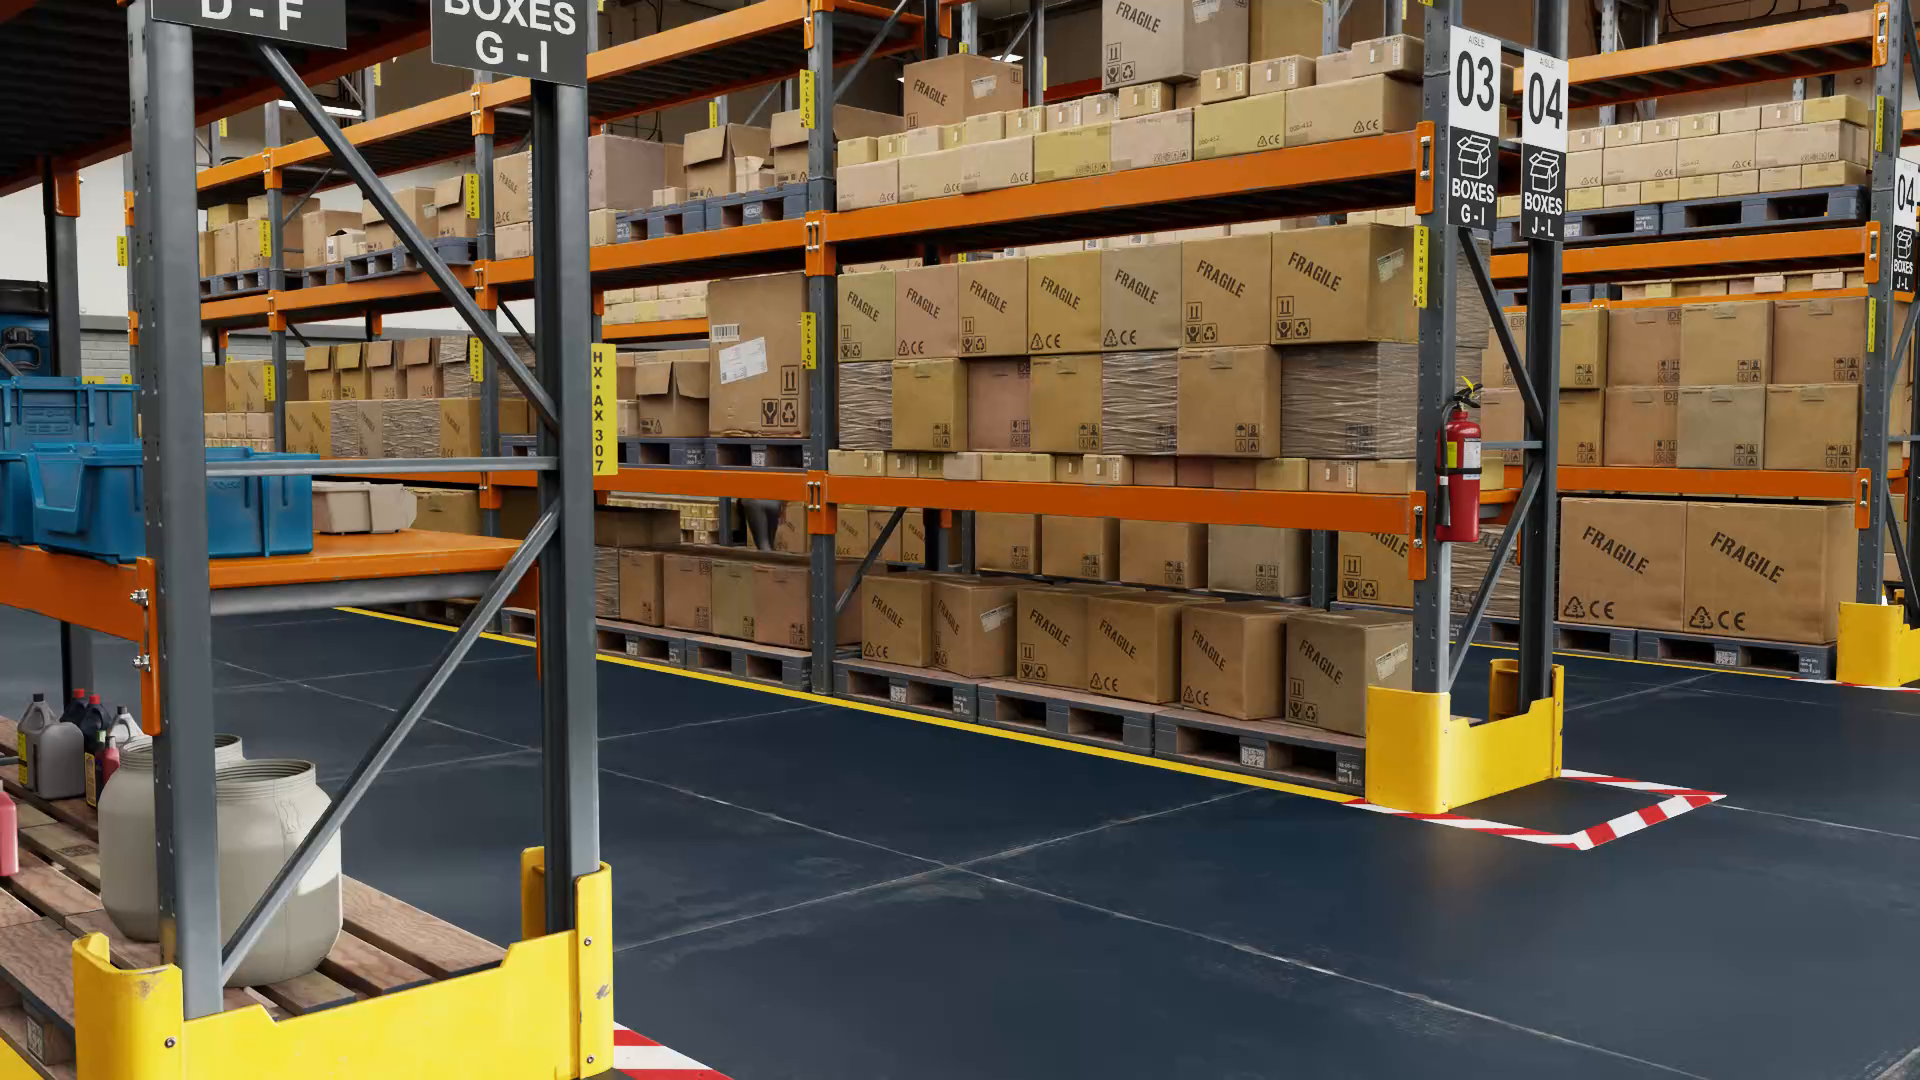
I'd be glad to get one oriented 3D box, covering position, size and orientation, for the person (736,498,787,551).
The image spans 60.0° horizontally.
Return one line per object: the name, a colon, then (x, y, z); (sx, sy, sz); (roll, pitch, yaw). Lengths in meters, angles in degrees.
person: (-1.883, -0.336, 15.690); (0.441, 1.586, 0.998); (-2, 5, -27)
